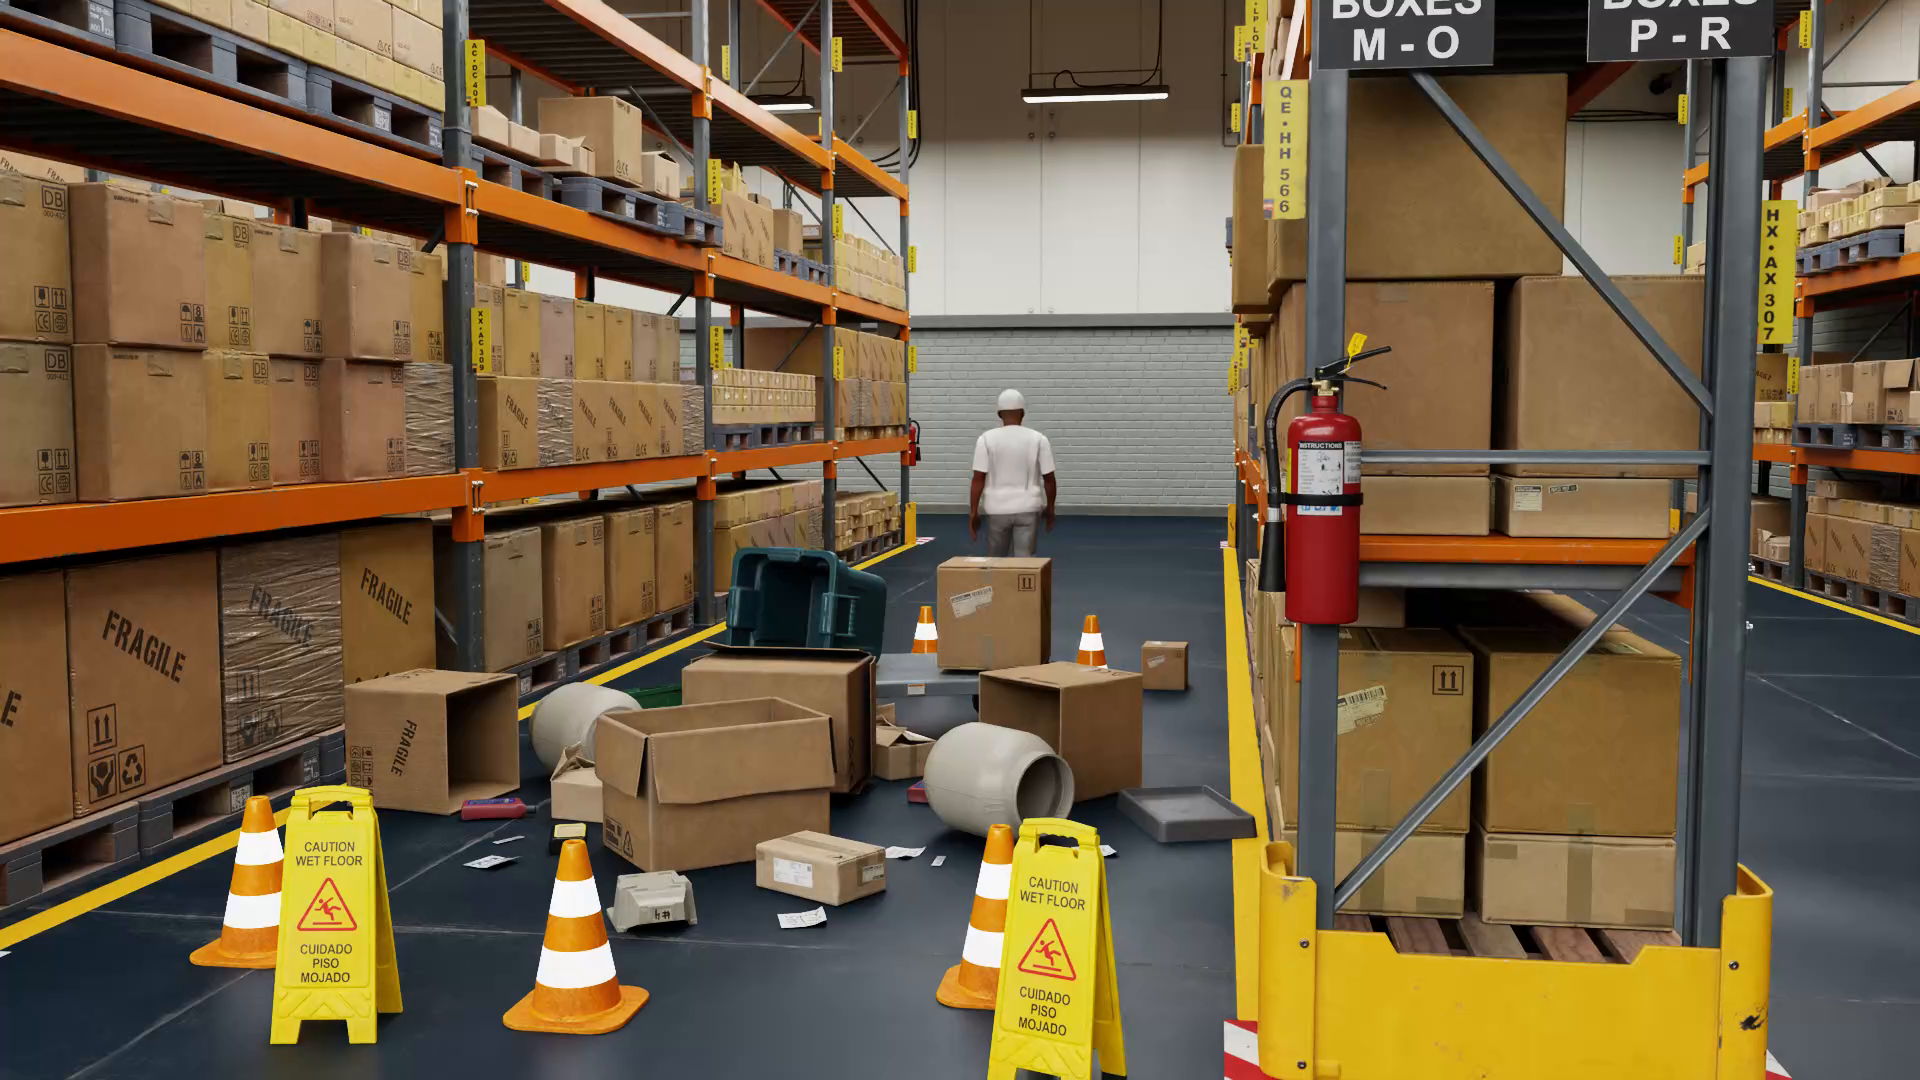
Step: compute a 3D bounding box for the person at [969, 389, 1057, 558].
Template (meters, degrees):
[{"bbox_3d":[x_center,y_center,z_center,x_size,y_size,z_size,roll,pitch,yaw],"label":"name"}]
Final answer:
[{"bbox_3d":[0.389,-0.190,11.898,0.606,1.773,0.826,1,4,6],"label":"person"}]
